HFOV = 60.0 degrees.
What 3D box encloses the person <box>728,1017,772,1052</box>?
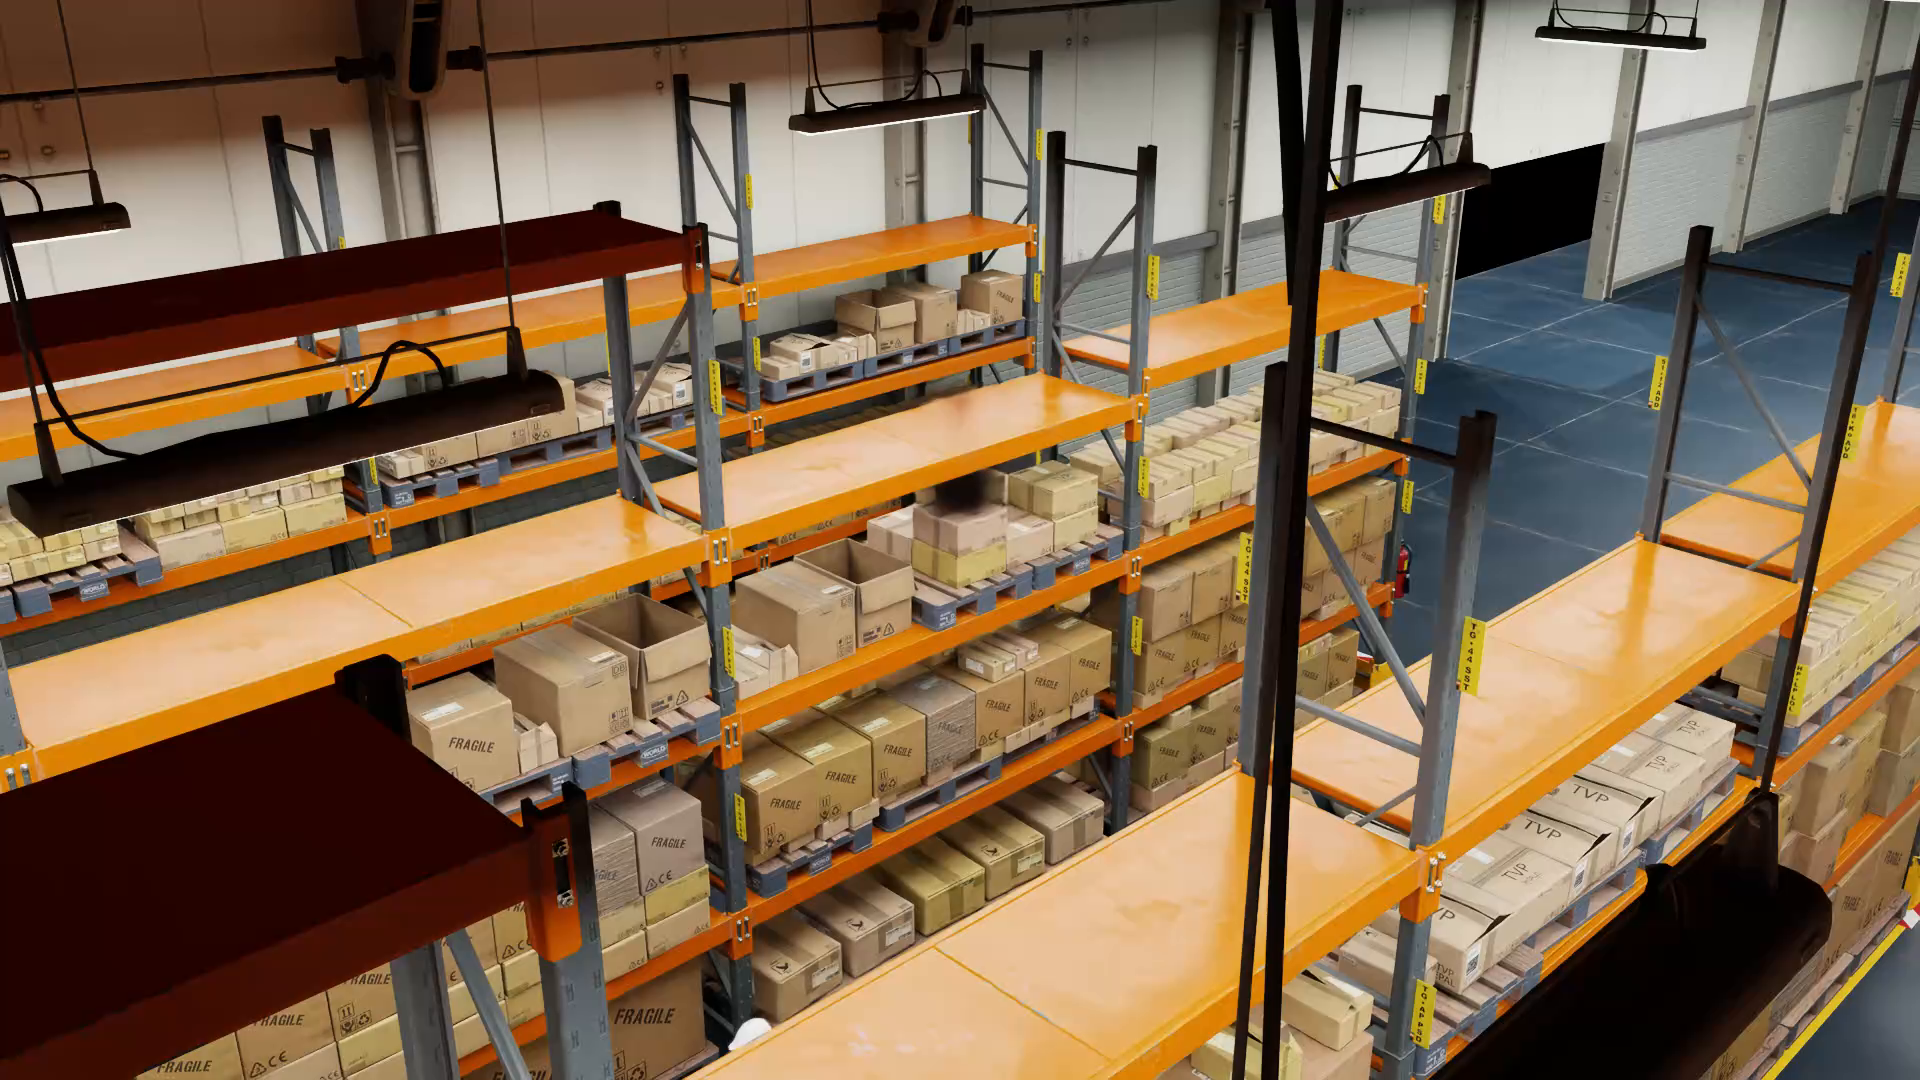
[{"bbox_3d":[-1.120,3.514,10.163,0.661,1.638,0.962,19,29,38],"label":"person"}]
